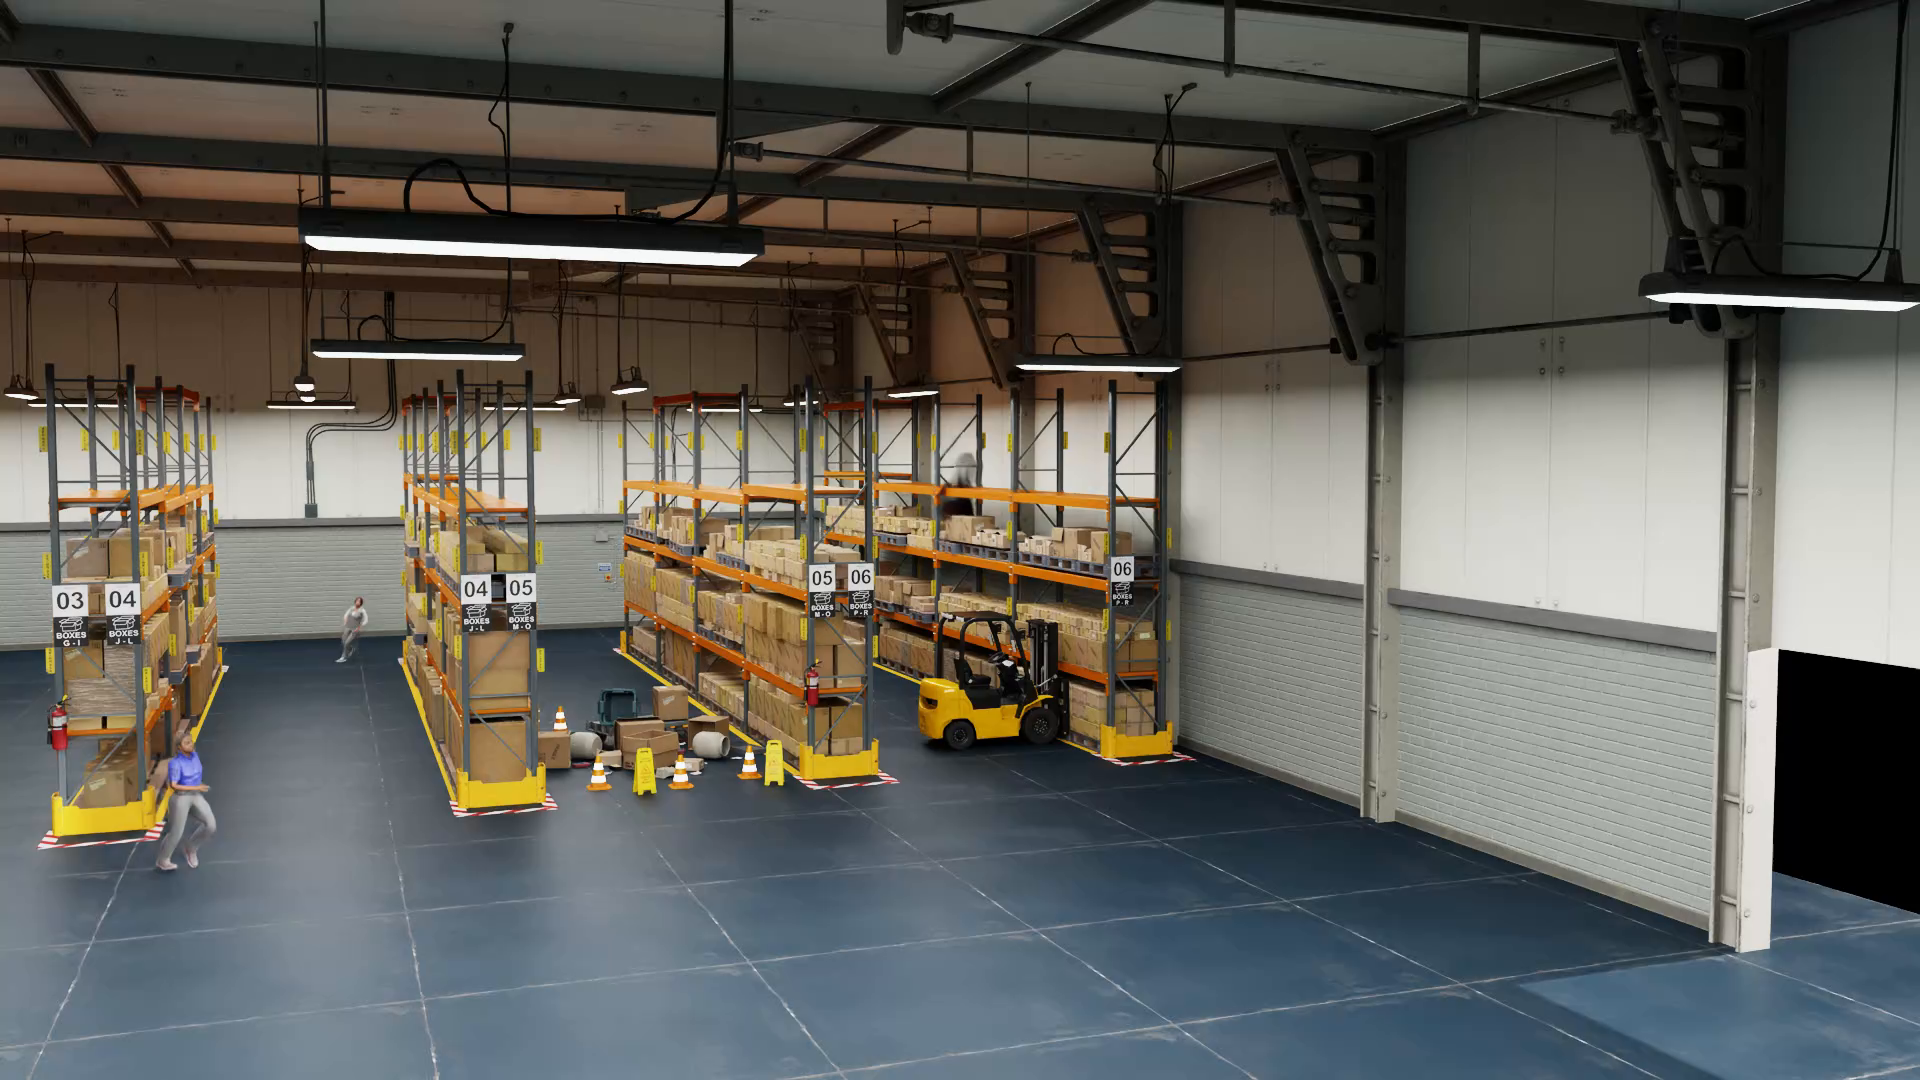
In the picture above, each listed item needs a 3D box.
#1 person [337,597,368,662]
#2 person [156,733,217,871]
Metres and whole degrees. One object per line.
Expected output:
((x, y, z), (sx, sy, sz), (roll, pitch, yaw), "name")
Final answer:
((-13.825, 2.036, 37.951), (0.704, 1.488, 0.559), (0, 3, 8), "person")
((-8.981, 3.042, 19.370), (0.817, 1.608, 0.588), (1, 4, 24), "person")
